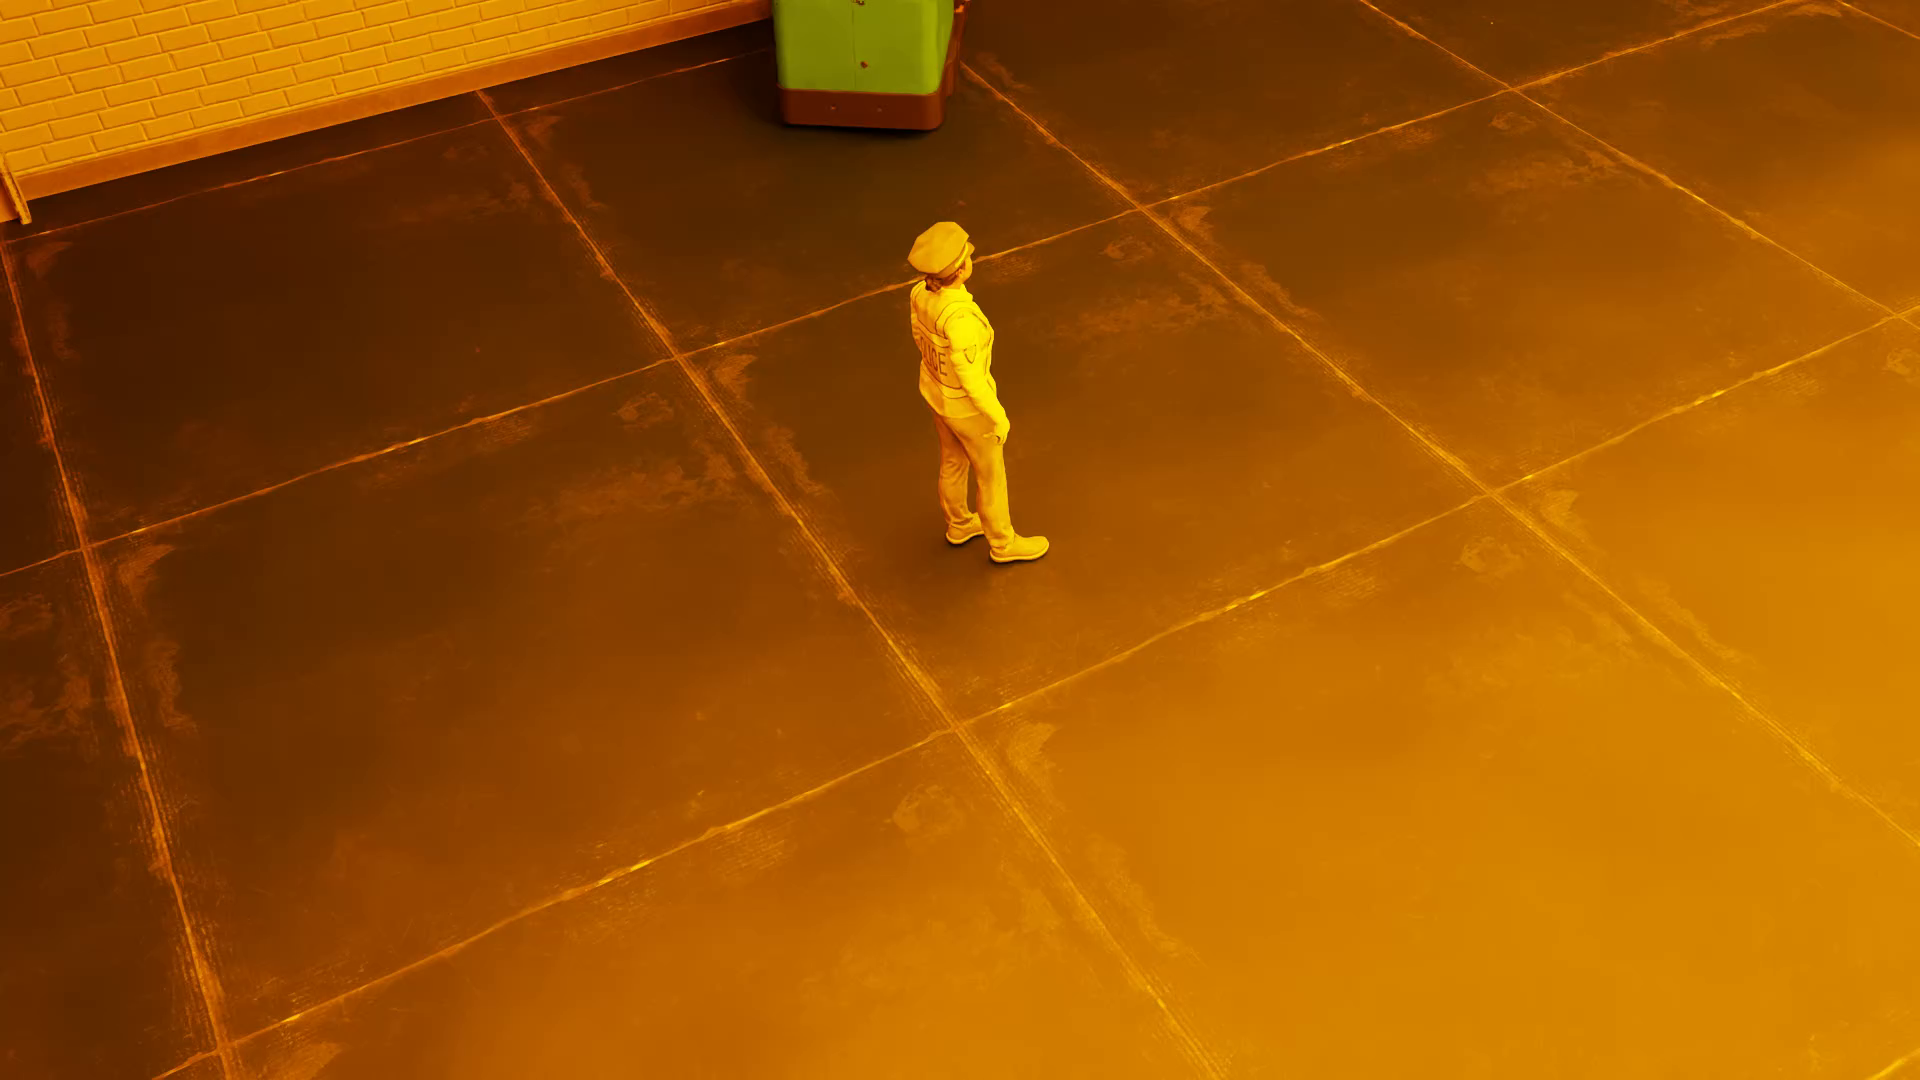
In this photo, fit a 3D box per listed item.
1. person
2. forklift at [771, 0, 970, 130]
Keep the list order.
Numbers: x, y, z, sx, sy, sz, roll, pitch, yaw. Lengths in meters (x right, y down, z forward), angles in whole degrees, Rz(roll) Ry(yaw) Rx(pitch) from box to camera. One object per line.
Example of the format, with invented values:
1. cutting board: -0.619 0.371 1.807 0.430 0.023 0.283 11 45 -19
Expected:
1. person: 0.063 -0.646 7.293 0.530 1.694 0.586 -21 47 -21
2. forklift: -0.516 -4.674 10.738 1.130 2.935 3.031 3 43 4
